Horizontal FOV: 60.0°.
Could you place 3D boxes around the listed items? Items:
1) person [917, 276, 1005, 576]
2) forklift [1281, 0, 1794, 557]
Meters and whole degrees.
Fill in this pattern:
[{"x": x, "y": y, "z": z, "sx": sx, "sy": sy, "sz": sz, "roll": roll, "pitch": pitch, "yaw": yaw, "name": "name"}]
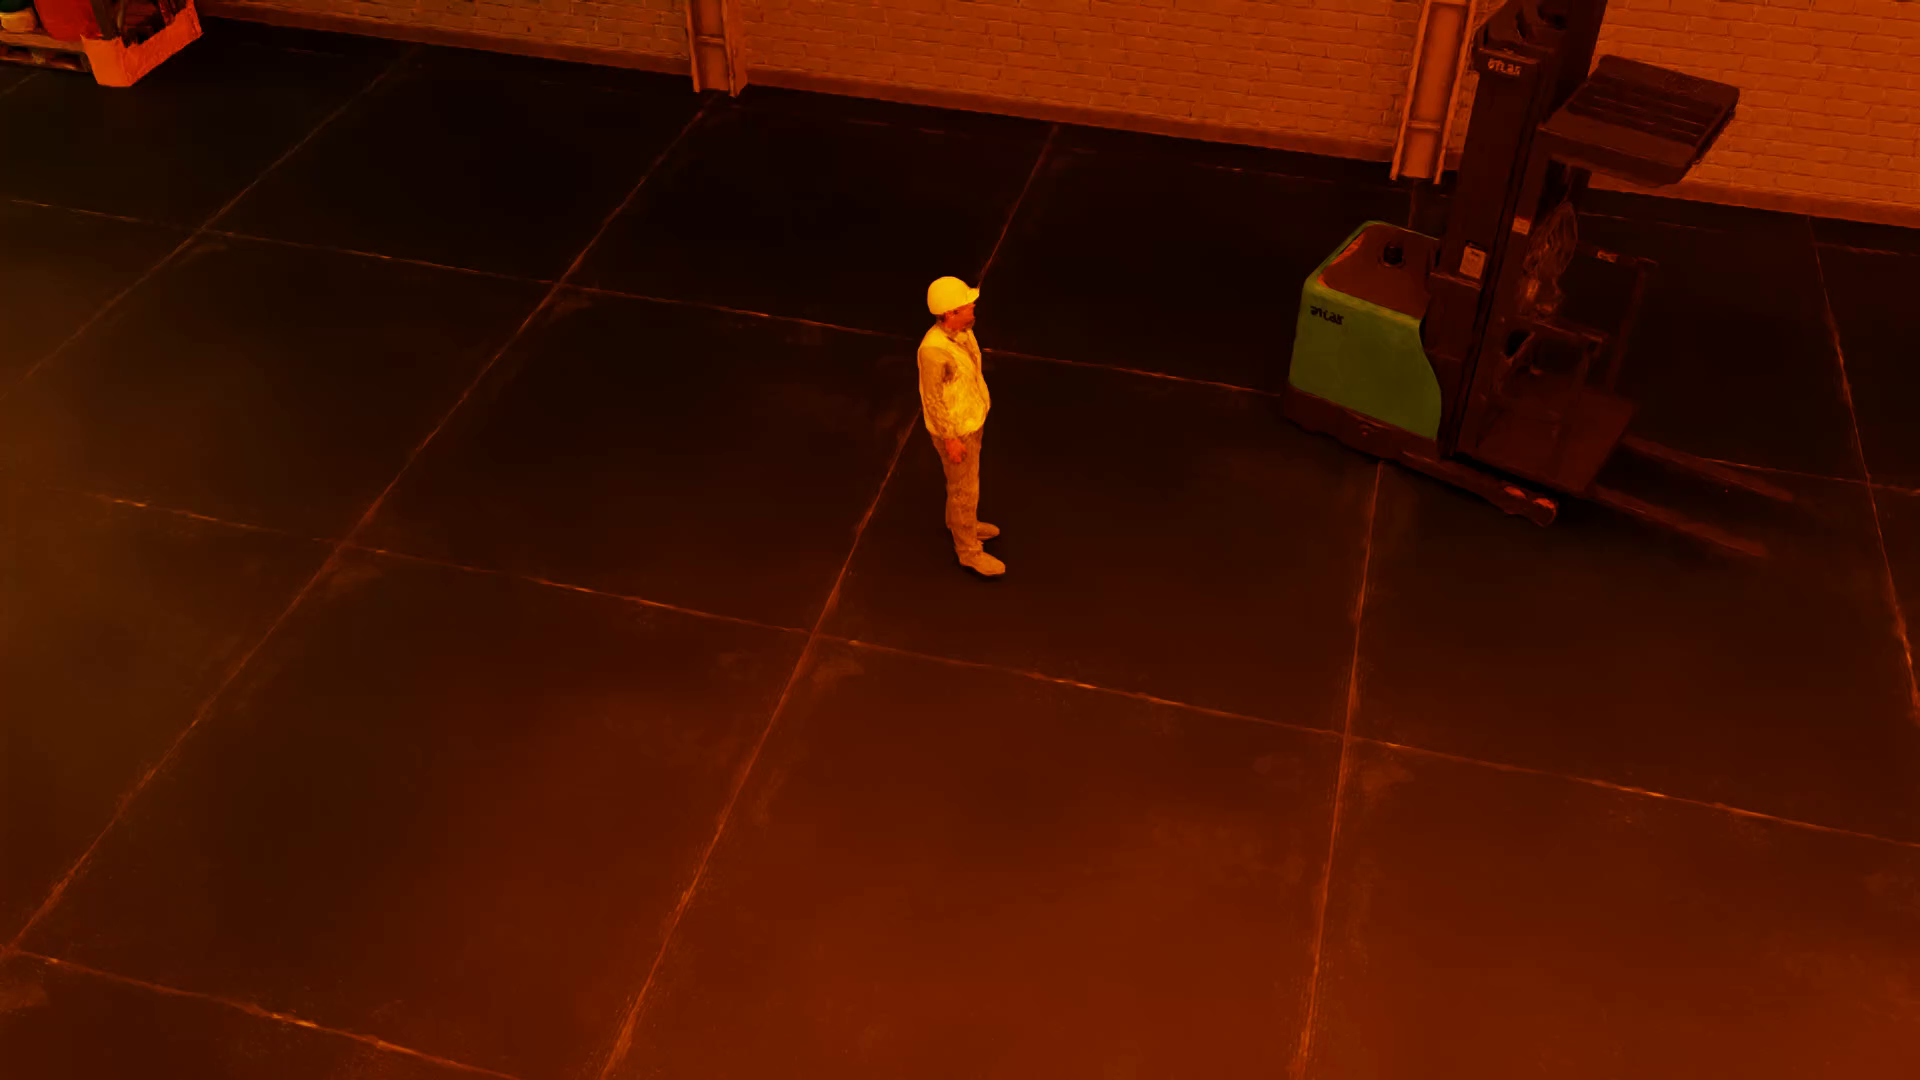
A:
[{"x": 0.058, "y": -0.686, "z": 9.451, "sx": 0.567, "sy": 1.773, "sz": 0.632, "roll": 10, "pitch": 42, "yaw": 11, "name": "person"}, {"x": 3.613, "y": -1.591, "z": 9.677, "sx": 3.031, "sy": 2.935, "sz": 1.130, "roll": 25, "pitch": 47, "yaw": 26, "name": "forklift"}]
